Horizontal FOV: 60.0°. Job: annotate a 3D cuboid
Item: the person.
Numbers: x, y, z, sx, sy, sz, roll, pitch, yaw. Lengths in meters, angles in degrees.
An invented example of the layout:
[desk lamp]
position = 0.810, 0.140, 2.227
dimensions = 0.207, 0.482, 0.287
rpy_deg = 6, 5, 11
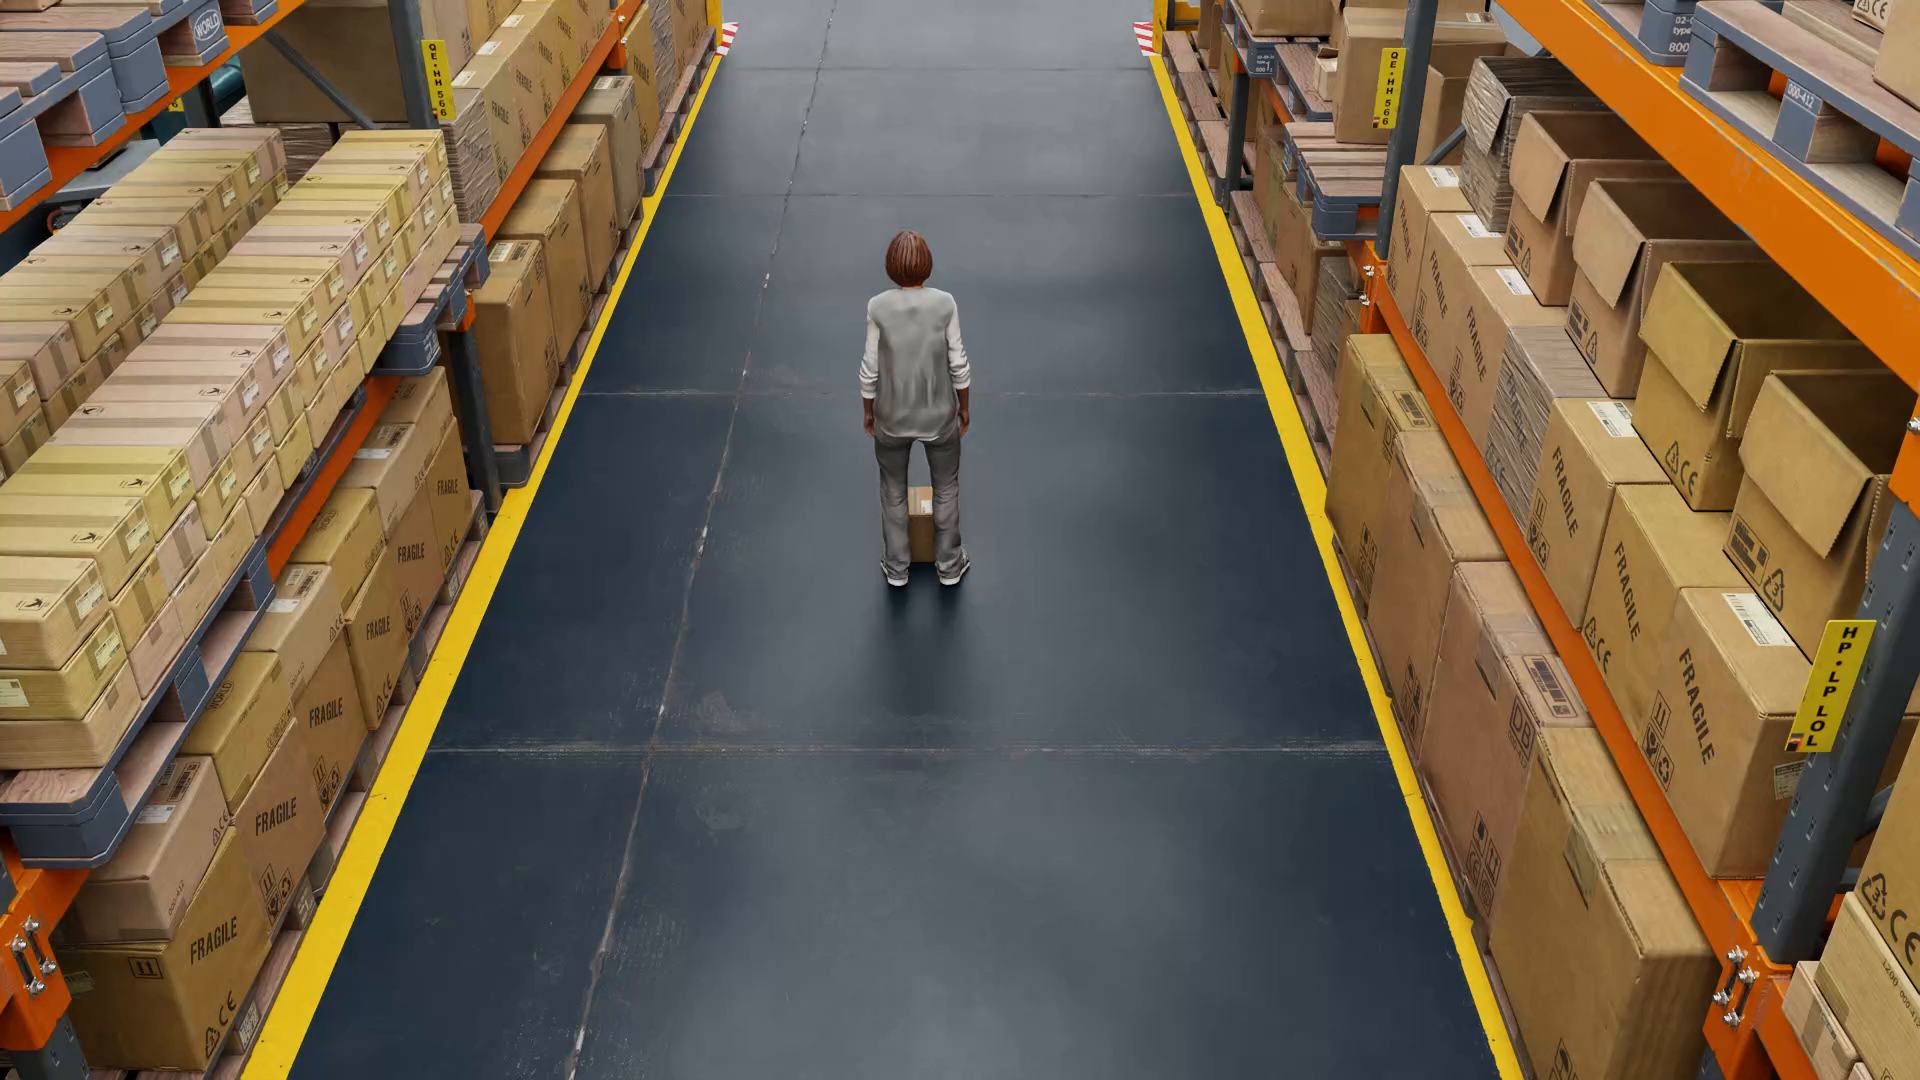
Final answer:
[person]
position = -0.180, -0.513, 6.967
dimensions = 0.451, 1.593, 0.344
rpy_deg = -1, 32, -2
